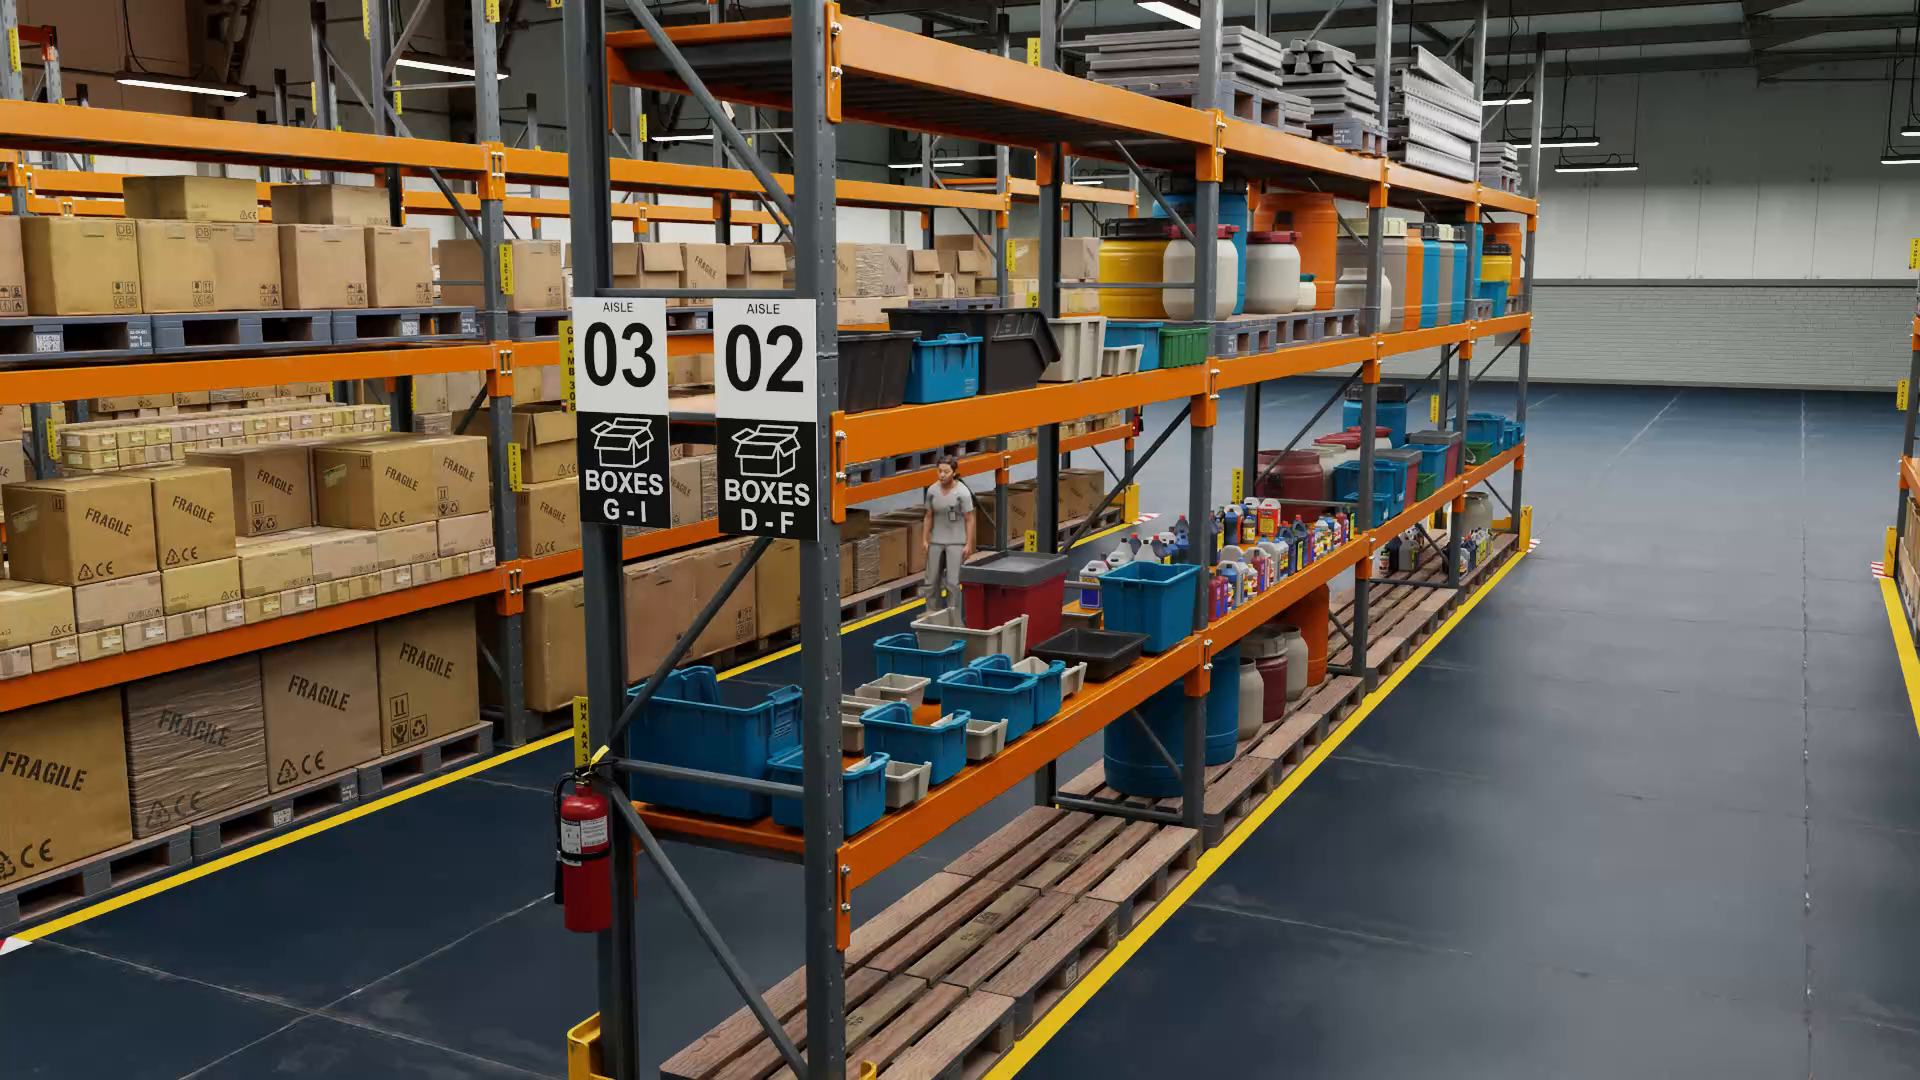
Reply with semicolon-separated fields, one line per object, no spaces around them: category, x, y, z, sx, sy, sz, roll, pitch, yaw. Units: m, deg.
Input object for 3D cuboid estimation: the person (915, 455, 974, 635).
person;-0.135;0.056;15.030;0.505;1.671;0.416;4;10;23
